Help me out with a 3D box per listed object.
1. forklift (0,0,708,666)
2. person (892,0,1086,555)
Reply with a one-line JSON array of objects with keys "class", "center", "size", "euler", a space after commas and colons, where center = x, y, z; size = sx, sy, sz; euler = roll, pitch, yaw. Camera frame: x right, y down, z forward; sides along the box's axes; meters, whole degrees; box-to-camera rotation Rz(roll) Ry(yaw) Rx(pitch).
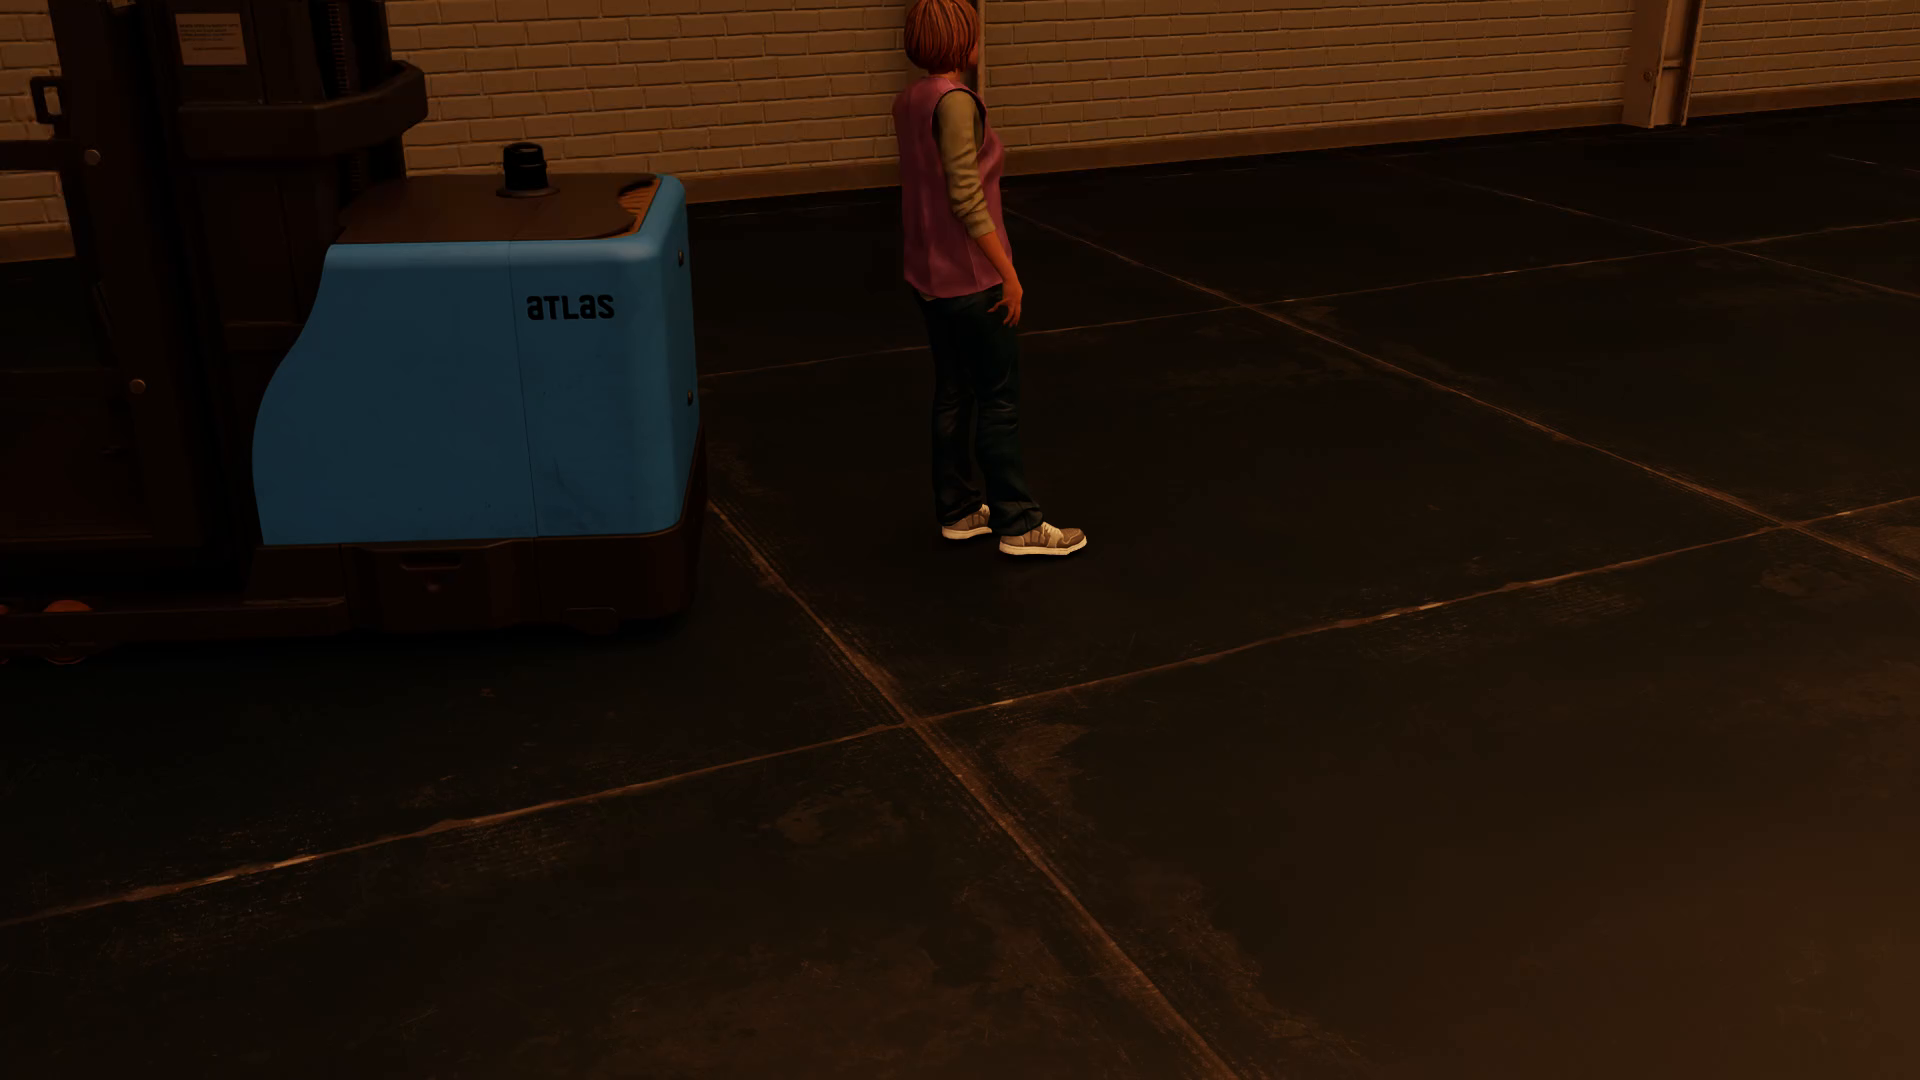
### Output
[{"class": "forklift", "center": [-2.277, -1.233, 4.255], "size": [3.031, 2.935, 1.130], "euler": [-2, 23, -4]}, {"class": "person", "center": [0.072, -0.751, 4.815], "size": [0.475, 1.596, 0.520], "euler": [-10, 25, -23]}]
